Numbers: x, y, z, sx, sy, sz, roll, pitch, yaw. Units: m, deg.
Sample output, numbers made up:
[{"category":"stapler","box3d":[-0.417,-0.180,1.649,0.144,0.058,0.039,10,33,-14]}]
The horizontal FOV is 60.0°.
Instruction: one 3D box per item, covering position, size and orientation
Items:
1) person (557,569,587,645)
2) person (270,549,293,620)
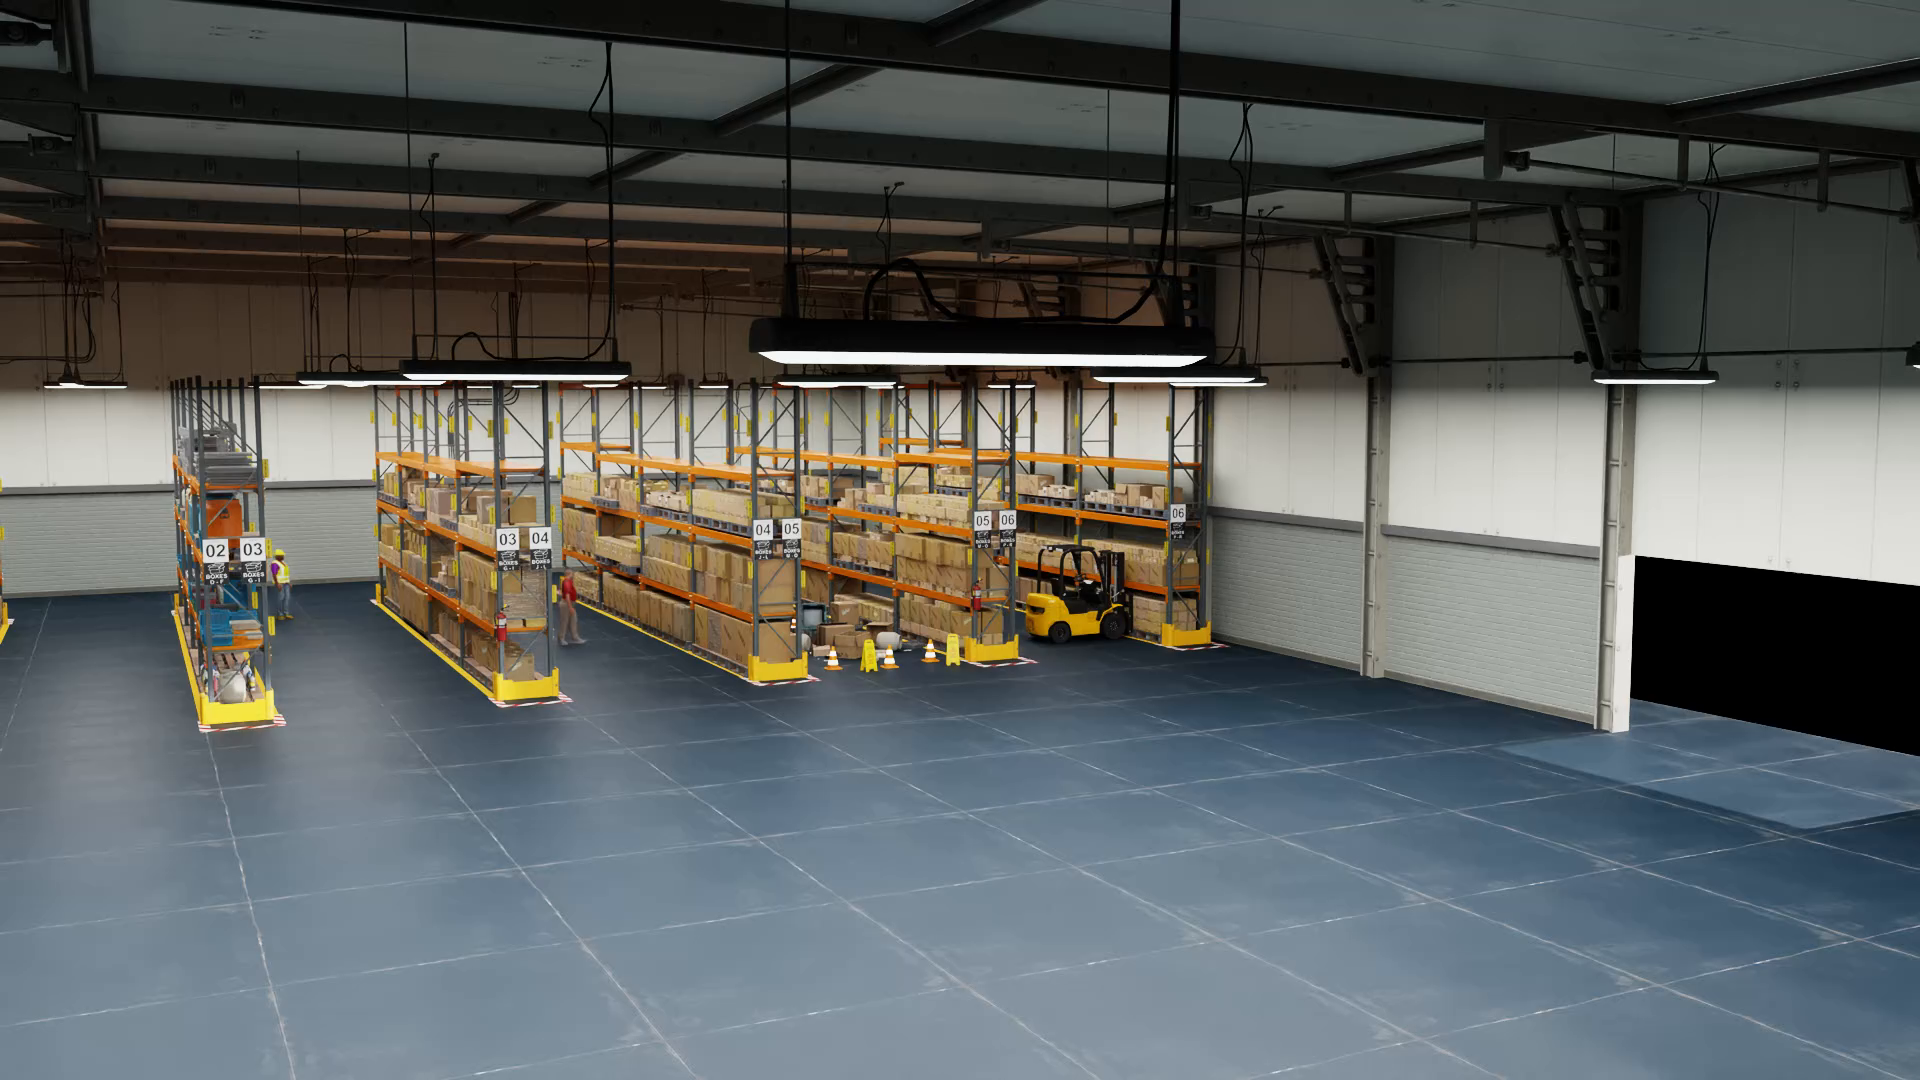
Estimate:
[{"category":"person","box3d":[-8.844,1.513,37.737,0.608,1.712,0.590,0,5,1]},{"category":"person","box3d":[-17.127,1.128,42.054,0.508,1.798,0.610,2,5,17]}]
